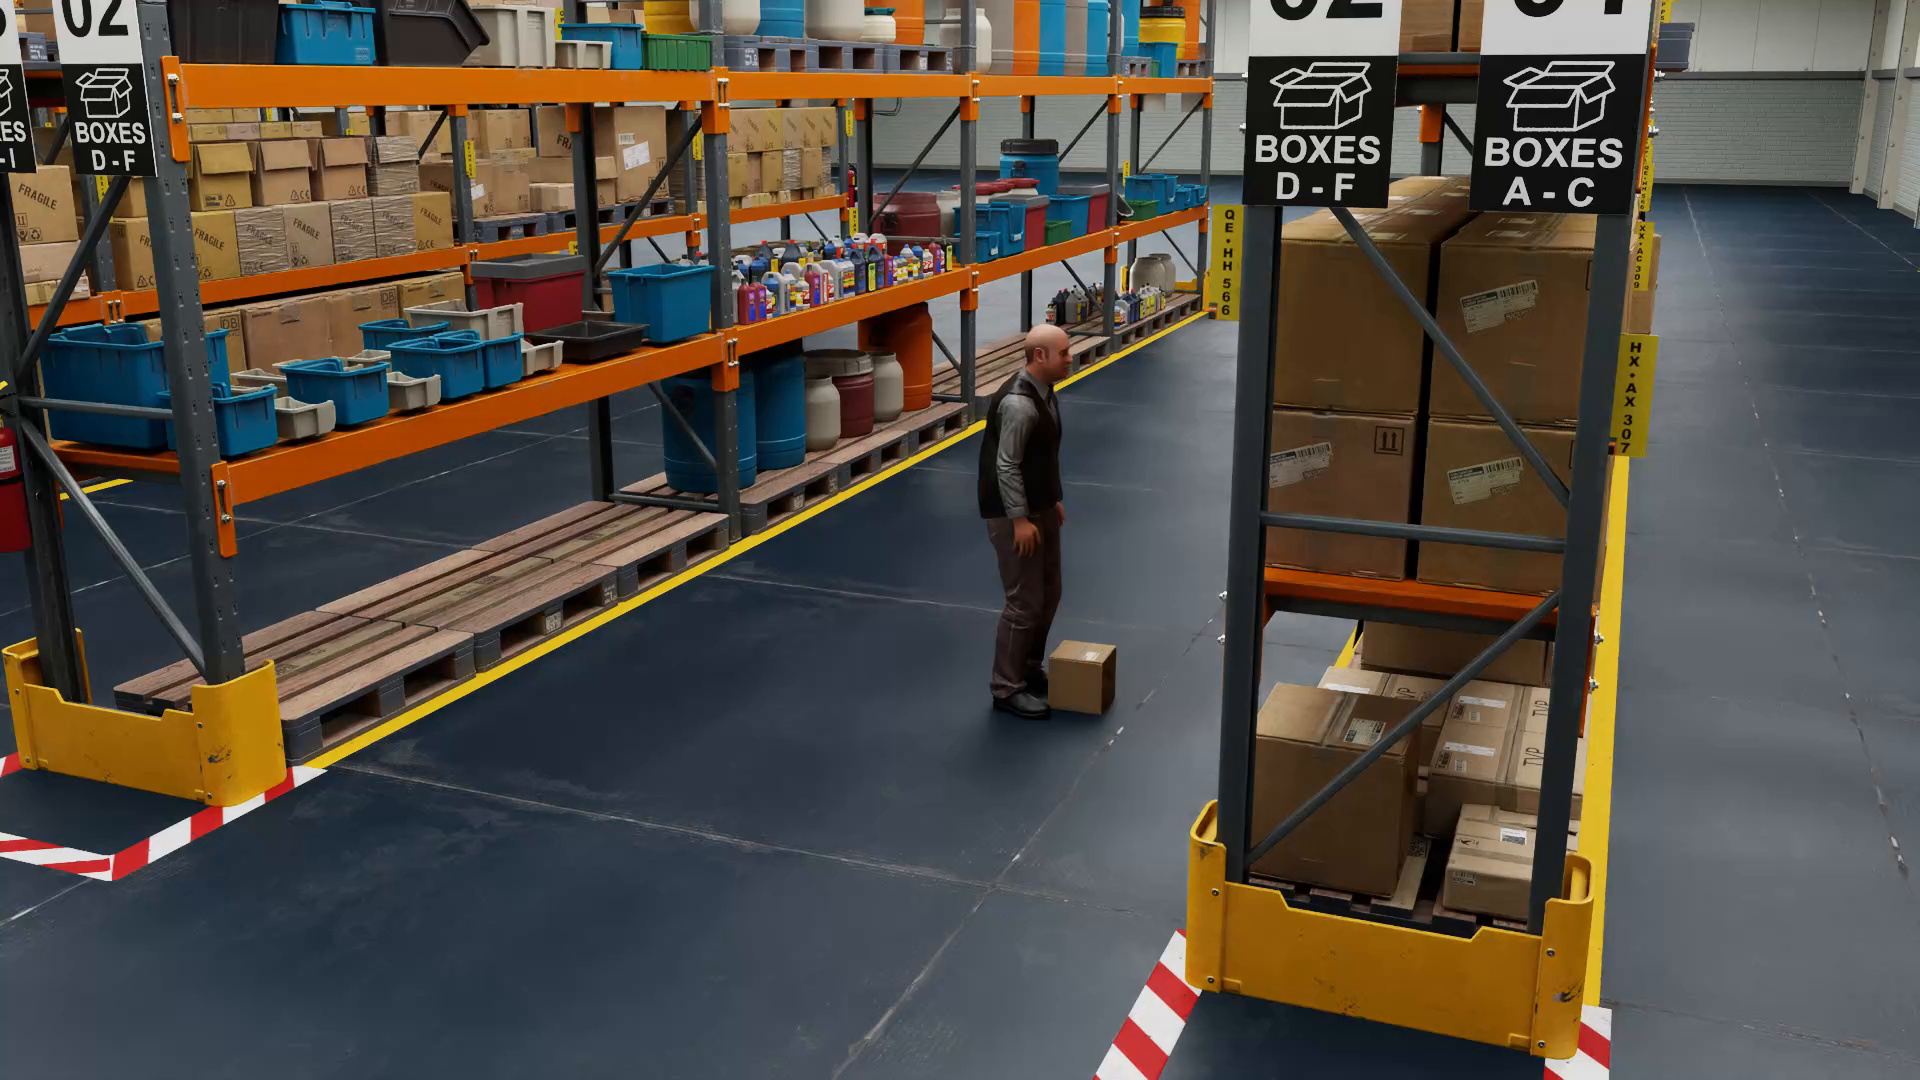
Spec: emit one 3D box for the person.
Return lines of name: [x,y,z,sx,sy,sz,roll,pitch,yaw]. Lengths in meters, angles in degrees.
person: [0.295,-0.112,7.475,0.409,1.722,0.589,5,16,19]
